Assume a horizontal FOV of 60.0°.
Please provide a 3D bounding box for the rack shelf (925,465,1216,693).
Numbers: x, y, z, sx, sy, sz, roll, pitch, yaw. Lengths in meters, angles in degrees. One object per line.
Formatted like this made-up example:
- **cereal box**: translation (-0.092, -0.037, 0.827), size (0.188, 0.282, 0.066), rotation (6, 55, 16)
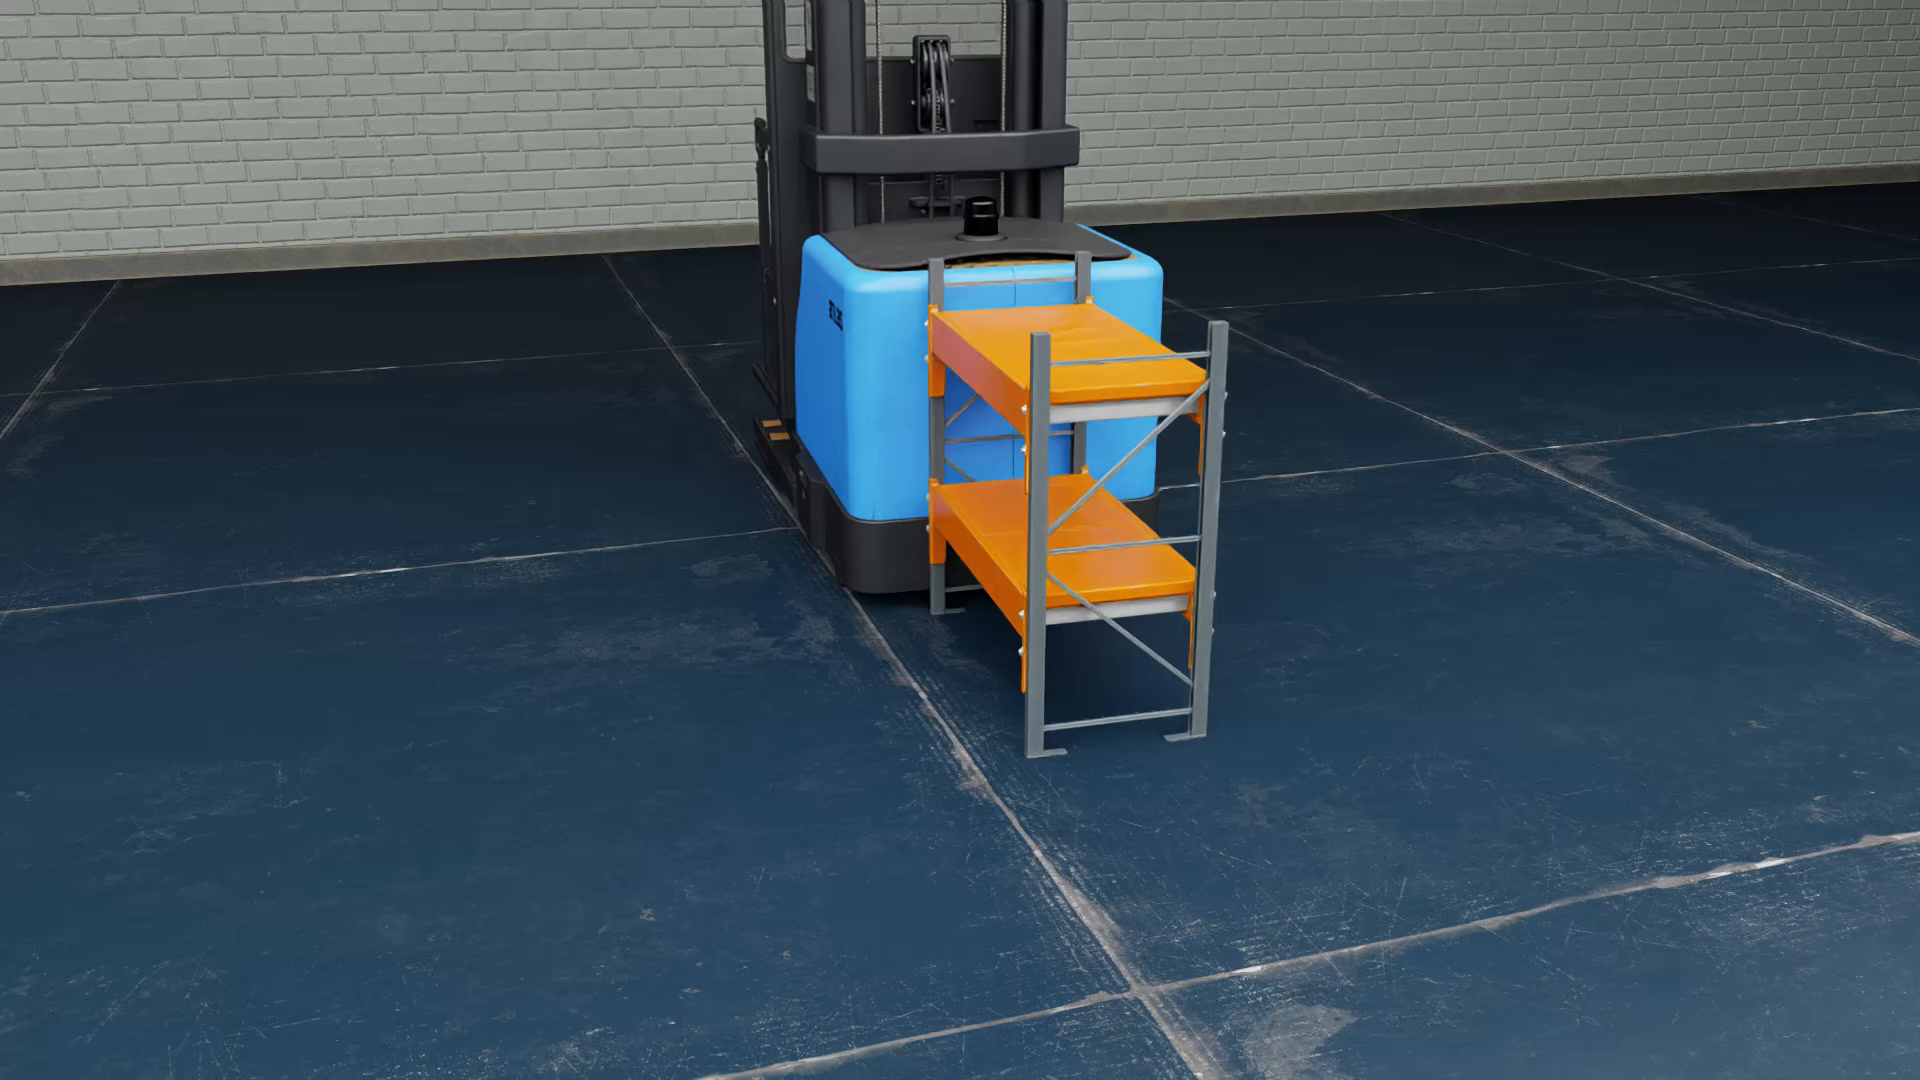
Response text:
- **rack shelf**: translation (0.281, 0.080, 4.753), size (0.538, 0.278, 1.000), rotation (-5, 20, -14)

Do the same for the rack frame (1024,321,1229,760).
- **rack frame**: translation (0.413, 0.016, 4.209), size (0.500, 1.125, 0.032), rotation (-5, 20, -14)

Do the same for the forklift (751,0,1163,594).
- **forklift**: translation (-0.222, -1.673, 6.239), size (1.130, 2.935, 3.031), rotation (-5, 20, -14)

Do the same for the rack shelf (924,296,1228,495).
- **rack shelf**: translation (0.281, -0.426, 4.572), size (0.538, 0.278, 1.000), rotation (-5, 20, -14)

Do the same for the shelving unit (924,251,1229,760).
- **shelving unit**: translation (0.281, -0.150, 4.671), size (0.538, 1.125, 1.048), rotation (-5, 20, -14)

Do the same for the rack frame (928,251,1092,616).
- **rack frame**: translation (0.150, -0.316, 5.133), size (0.500, 1.125, 0.032), rotation (-5, 20, -14)
